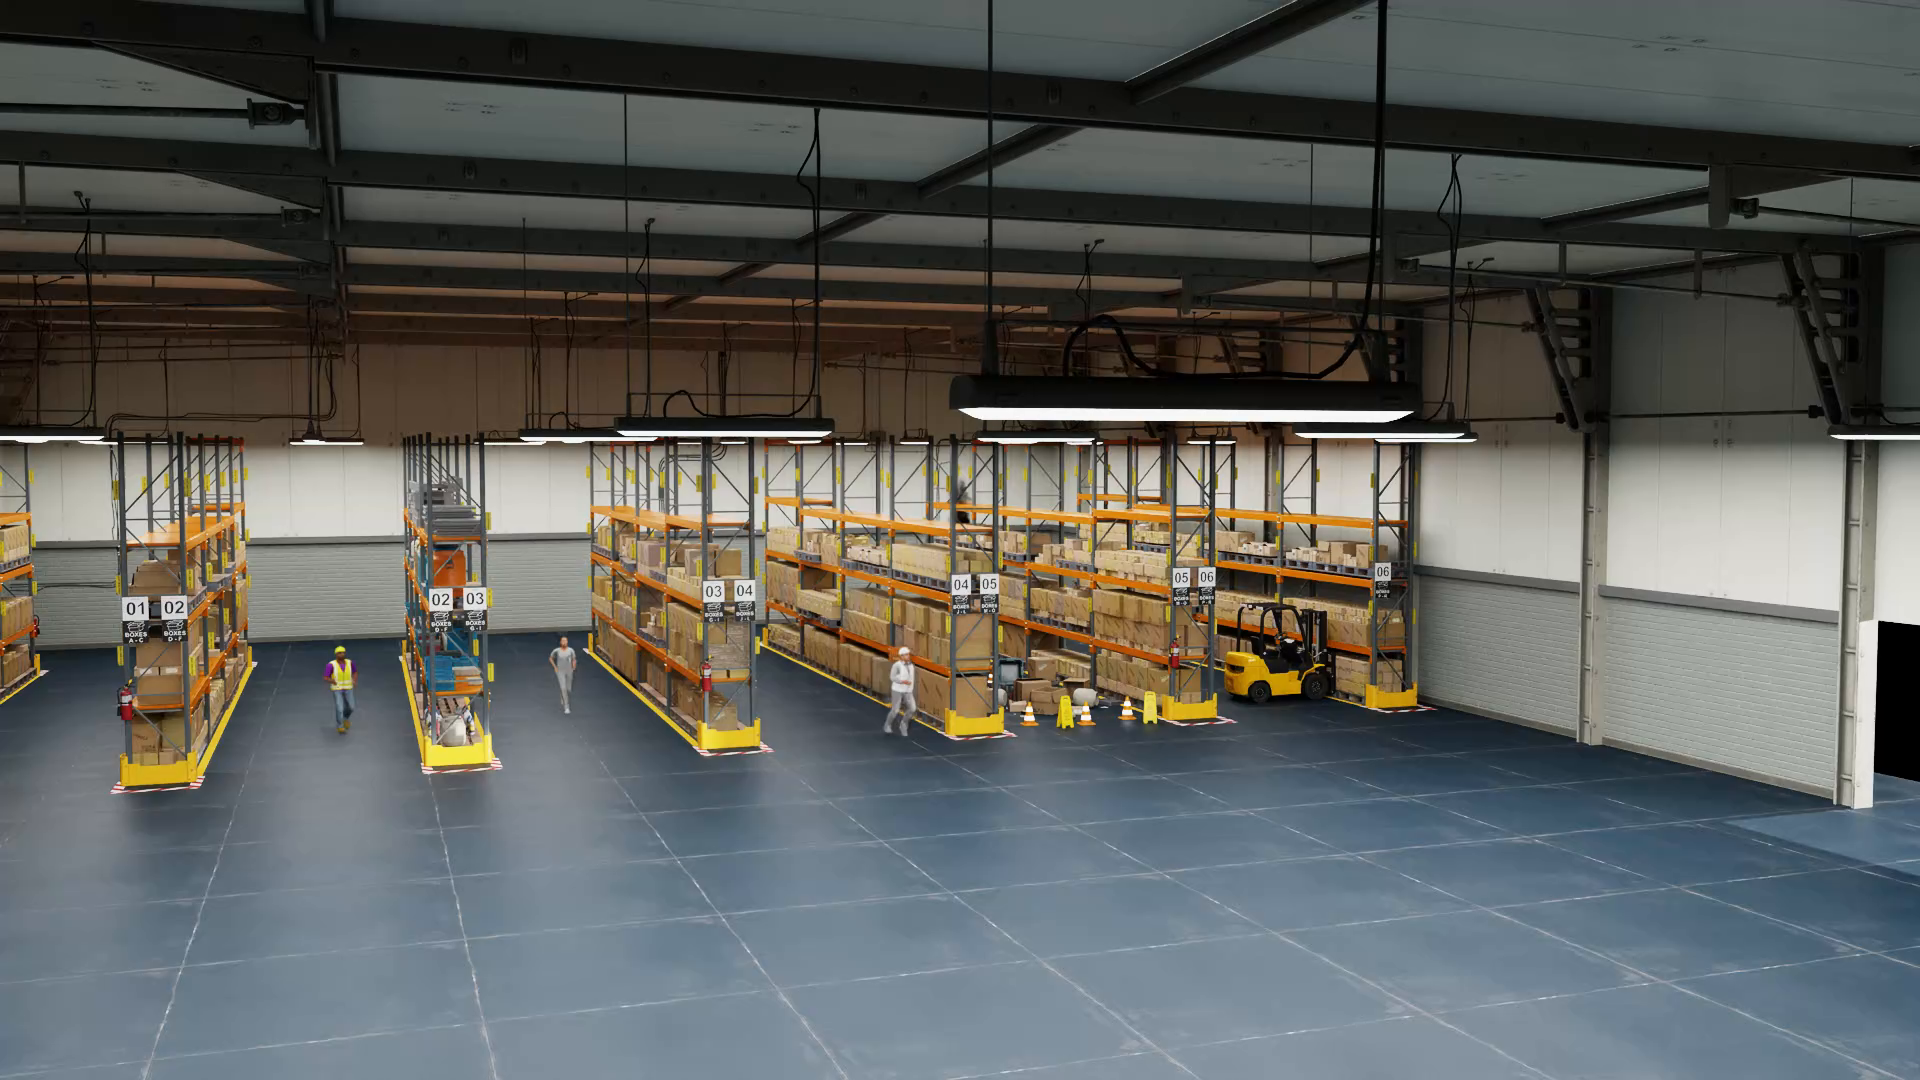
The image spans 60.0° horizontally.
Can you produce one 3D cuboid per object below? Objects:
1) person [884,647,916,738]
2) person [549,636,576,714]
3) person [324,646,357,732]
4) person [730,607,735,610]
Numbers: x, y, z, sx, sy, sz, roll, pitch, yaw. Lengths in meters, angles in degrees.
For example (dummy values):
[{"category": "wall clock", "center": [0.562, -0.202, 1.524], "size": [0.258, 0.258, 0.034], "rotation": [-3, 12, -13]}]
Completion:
[{"category": "person", "center": [-1.128, 3.023, 33.022], "size": [0.676, 1.805, 0.744], "rotation": [-2, 4, -37]}, {"category": "person", "center": [-8.630, 2.905, 36.168], "size": [0.553, 1.660, 0.818], "rotation": [-2, 4, -26]}, {"category": "person", "center": [-12.384, 3.000, 33.376], "size": [0.688, 1.721, 0.582], "rotation": [-2, 4, -34]}, {"category": "person", "center": [-6.034, 2.322, 45.618], "size": [0.707, 1.742, 0.624], "rotation": [-1, 3, -16]}]
